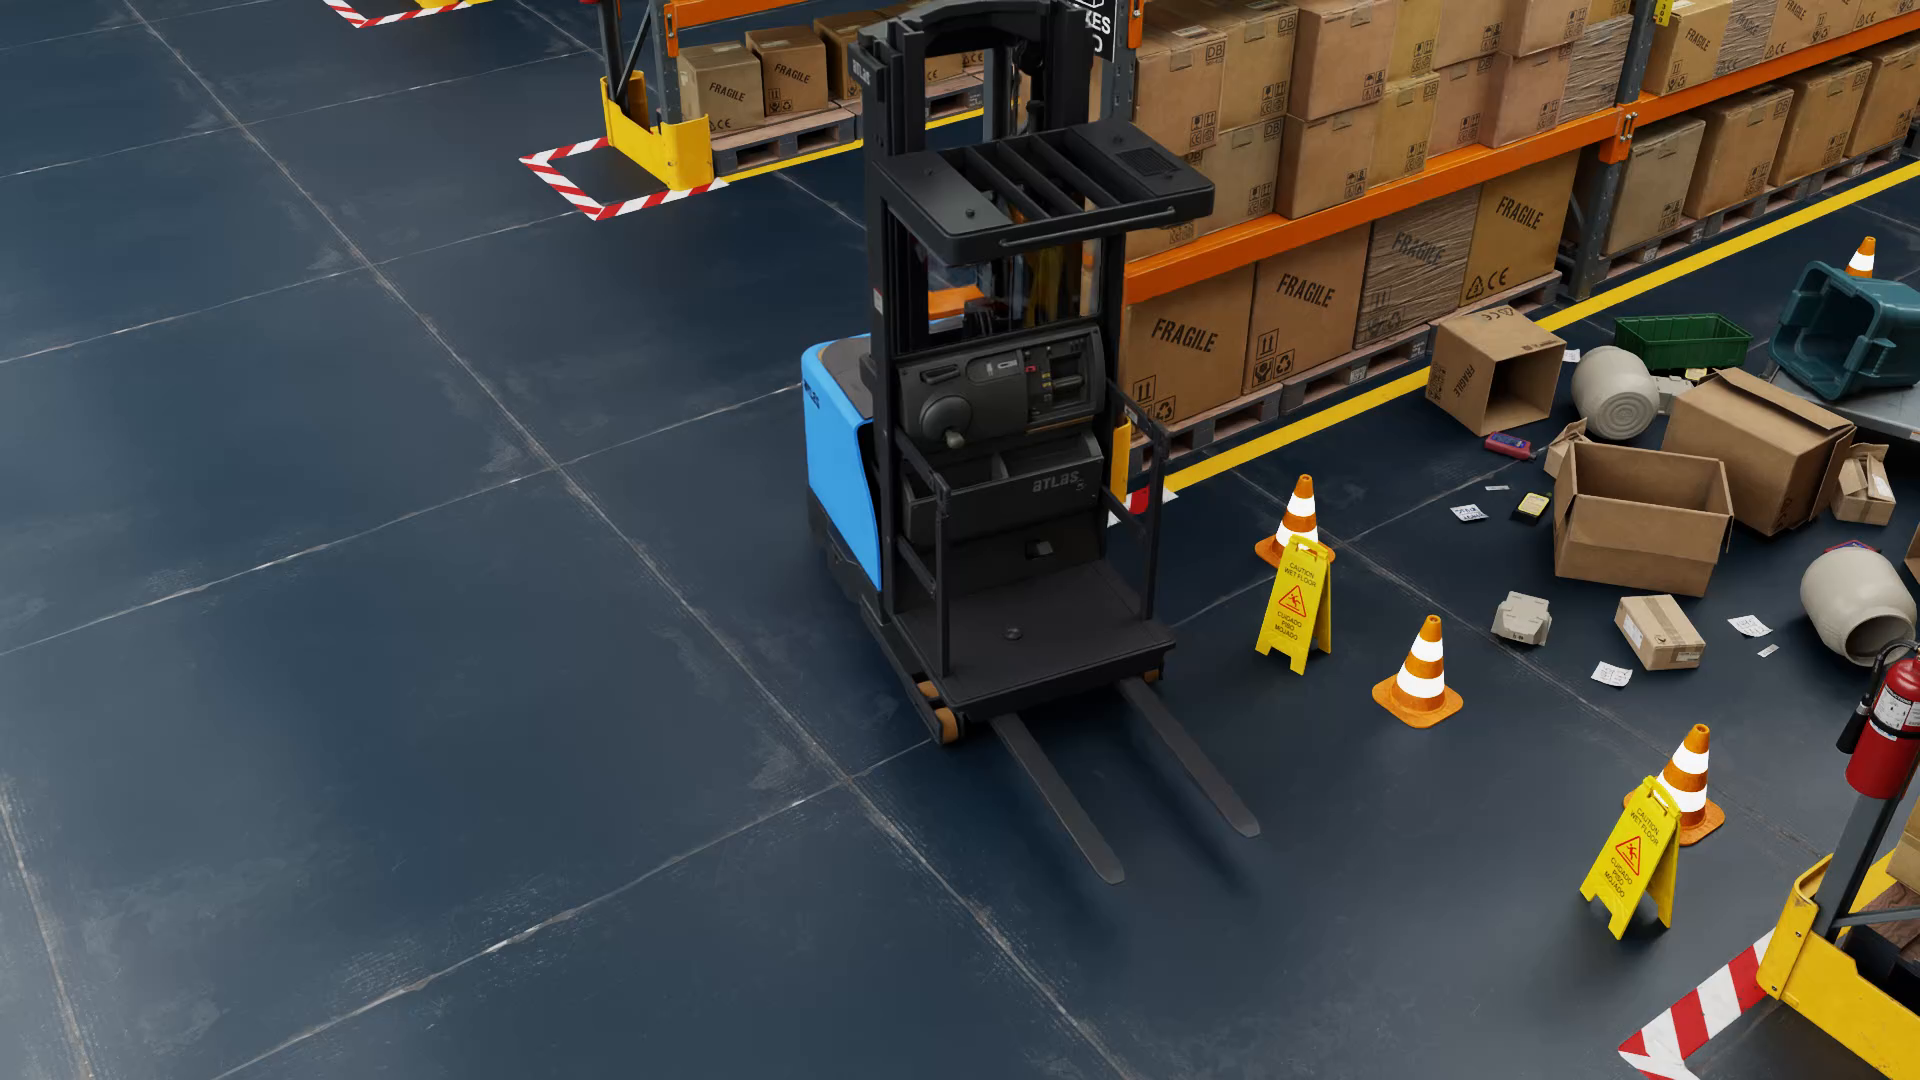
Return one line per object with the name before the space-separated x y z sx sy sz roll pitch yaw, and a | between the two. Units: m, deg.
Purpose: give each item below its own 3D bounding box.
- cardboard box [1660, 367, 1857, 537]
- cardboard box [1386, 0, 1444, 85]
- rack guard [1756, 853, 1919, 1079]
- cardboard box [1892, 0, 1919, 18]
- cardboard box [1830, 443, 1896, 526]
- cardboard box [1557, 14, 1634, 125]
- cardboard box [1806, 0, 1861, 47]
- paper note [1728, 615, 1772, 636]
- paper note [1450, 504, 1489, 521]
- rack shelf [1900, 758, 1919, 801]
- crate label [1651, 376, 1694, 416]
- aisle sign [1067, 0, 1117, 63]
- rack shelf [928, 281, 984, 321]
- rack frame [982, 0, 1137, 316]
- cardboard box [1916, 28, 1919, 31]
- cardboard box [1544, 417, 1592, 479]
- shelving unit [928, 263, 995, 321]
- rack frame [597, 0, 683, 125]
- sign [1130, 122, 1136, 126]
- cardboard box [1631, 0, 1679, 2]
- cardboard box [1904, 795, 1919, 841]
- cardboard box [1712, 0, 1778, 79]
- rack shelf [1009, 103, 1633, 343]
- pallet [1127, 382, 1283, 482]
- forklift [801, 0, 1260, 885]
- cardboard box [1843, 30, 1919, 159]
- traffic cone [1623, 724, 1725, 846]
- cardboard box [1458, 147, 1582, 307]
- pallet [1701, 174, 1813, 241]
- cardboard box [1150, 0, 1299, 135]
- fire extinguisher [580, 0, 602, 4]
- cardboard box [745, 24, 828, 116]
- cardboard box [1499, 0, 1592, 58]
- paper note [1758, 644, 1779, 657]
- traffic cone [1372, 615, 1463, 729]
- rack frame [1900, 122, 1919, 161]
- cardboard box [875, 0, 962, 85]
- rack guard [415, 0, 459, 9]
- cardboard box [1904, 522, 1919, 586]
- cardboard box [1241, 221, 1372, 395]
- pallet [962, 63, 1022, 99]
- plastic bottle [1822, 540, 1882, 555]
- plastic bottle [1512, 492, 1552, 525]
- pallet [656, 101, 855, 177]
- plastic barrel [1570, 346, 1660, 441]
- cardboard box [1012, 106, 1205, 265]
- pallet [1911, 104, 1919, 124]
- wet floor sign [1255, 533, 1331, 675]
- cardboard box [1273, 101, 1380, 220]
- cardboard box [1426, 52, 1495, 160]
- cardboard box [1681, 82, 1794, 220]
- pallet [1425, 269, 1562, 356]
cardboard box | 4.123 -0.478 8.681 0.503 0.637 0.797 -22 41 -28
cardboard box | 2.068 -2.846 8.898 0.500 0.550 0.875 -22 41 -28
rack guard | 3.448 1.670 5.813 0.348 0.500 1.175 -22 41 -28
cardboard box | 6.369 -3.932 11.376 0.500 0.500 0.500 -22 41 -28
cardboard box | 4.754 -0.305 8.760 0.258 0.266 0.396 9 37 12
cardboard box | 3.427 -2.924 9.932 0.550 0.550 0.875 -22 41 -28
cardboard box | 5.544 -3.590 10.900 0.500 0.500 0.500 -22 41 -27
paper note | 3.793 0.409 7.979 0.142 0.019 0.148 -9 37 -12
paper note | 2.678 -0.145 8.740 0.142 0.017 0.144 -9 37 -12
rack shelf | 5.021 0.300 6.193 4.000 0.370 1.077 -22 41 -28
crate label | 4.098 -0.841 9.616 0.298 0.136 0.250 9 37 12
aisle sign | 0.567 -2.536 7.294 0.004 0.787 0.394 -22 41 -28
rack shelf | -0.099 -1.165 8.477 0.480 0.148 0.258 -13 37 -17
rack frame | 0.452 -1.648 8.285 0.127 3.000 1.000 -22 41 -28
cardboard box | 7.399 -4.154 12.909 0.500 0.250 0.500 -23 42 -29
cardboard box | 3.378 -0.426 8.928 0.258 0.266 0.396 -15 38 -20
shelving unit | -0.096 -0.841 8.701 0.503 1.200 0.258 -13 37 -17
rack frame | -2.323 -4.049 11.624 0.127 3.000 1.000 -22 41 -28
sign | 0.767 -1.764 7.638 0.005 0.325 0.100 -22 41 -28
cardboard box | 4.124 -3.609 10.071 0.500 0.500 0.700 -23 42 -29
cardboard box | 3.891 0.928 6.057 0.500 0.500 0.500 -22 41 -28
cardboard box | 4.719 -3.252 10.431 0.500 0.500 0.500 -22 41 -28
rack shelf | 2.087 -2.028 9.430 4.000 0.370 1.077 -22 41 -28
pallet | 1.061 -0.822 9.525 1.213 0.211 1.003 -22 41 -28
forklift | 0.274 -0.579 6.858 1.130 2.935 3.031 -14 38 -19
cardboard box | 6.442 -3.434 12.336 0.750 0.750 1.050 -23 42 -28
traffic cone | 2.995 0.951 6.845 0.334 0.463 0.336 -22 41 -28
cardboard box | 3.167 -2.123 10.406 0.875 0.875 0.875 -22 41 -27
pallet | 5.307 -2.569 11.955 1.213 0.211 1.003 -22 41 -28
cardboard box | 1.174 -2.482 8.392 0.550 0.550 0.875 -22 41 -28
fire extinguisher | -2.682 -4.199 11.899 0.183 0.674 0.296 -22 41 -28
cardboard box | -1.334 -3.624 12.814 0.500 0.500 0.500 -12 37 -16
cardboard box | 3.018 -3.144 9.313 0.550 0.550 0.875 -22 41 -28
paper note | 3.808 0.521 7.830 0.123 0.001 0.032 -22 41 -28
traffic cone | 2.077 0.535 7.423 0.334 0.463 0.336 -22 41 -28
rack frame | 6.991 -4.338 12.027 0.127 3.000 1.000 -22 41 -28
cardboard box | -0.329 -3.992 13.326 0.500 0.500 0.500 -26 43 -32
rack guard | -5.141 -5.446 15.707 0.348 0.500 1.175 -22 41 -28
cardboard box | 4.996 0.060 8.049 0.500 0.500 0.500 3 36 4
cardboard box | 1.686 -1.512 9.557 0.875 0.875 0.875 -23 42 -29
pallet | 0.418 -4.019 13.971 1.213 0.211 1.003 -22 41 -28
plastic bottle | 4.521 0.067 8.417 0.283 0.061 0.133 -15 38 -20
plastic bottle | 3.024 -0.183 8.766 0.133 0.061 0.283 22 41 28
pallet | -1.576 -3.199 12.830 1.213 0.211 1.003 -22 41 -28
plastic barrel | 3.678 -0.833 9.360 0.421 0.421 0.512 3 36 4
cardboard box | 0.729 -1.855 8.445 0.550 0.550 0.875 -22 41 -28
pallet | 7.631 -3.468 13.205 1.213 0.211 1.003 -22 41 -28
wet floor sign | 1.569 0.263 7.645 0.267 0.644 0.232 30 45 35
cardboard box | 1.696 -2.179 8.895 0.550 0.550 0.875 -22 41 -28
cardboard box | 2.481 -2.603 9.485 0.550 0.550 0.875 -22 41 -28
cardboard box | 4.968 -2.825 11.489 0.750 0.750 1.050 -22 41 -28
pallet | 3.055 -1.642 10.666 1.213 0.211 1.003 -22 41 -28
